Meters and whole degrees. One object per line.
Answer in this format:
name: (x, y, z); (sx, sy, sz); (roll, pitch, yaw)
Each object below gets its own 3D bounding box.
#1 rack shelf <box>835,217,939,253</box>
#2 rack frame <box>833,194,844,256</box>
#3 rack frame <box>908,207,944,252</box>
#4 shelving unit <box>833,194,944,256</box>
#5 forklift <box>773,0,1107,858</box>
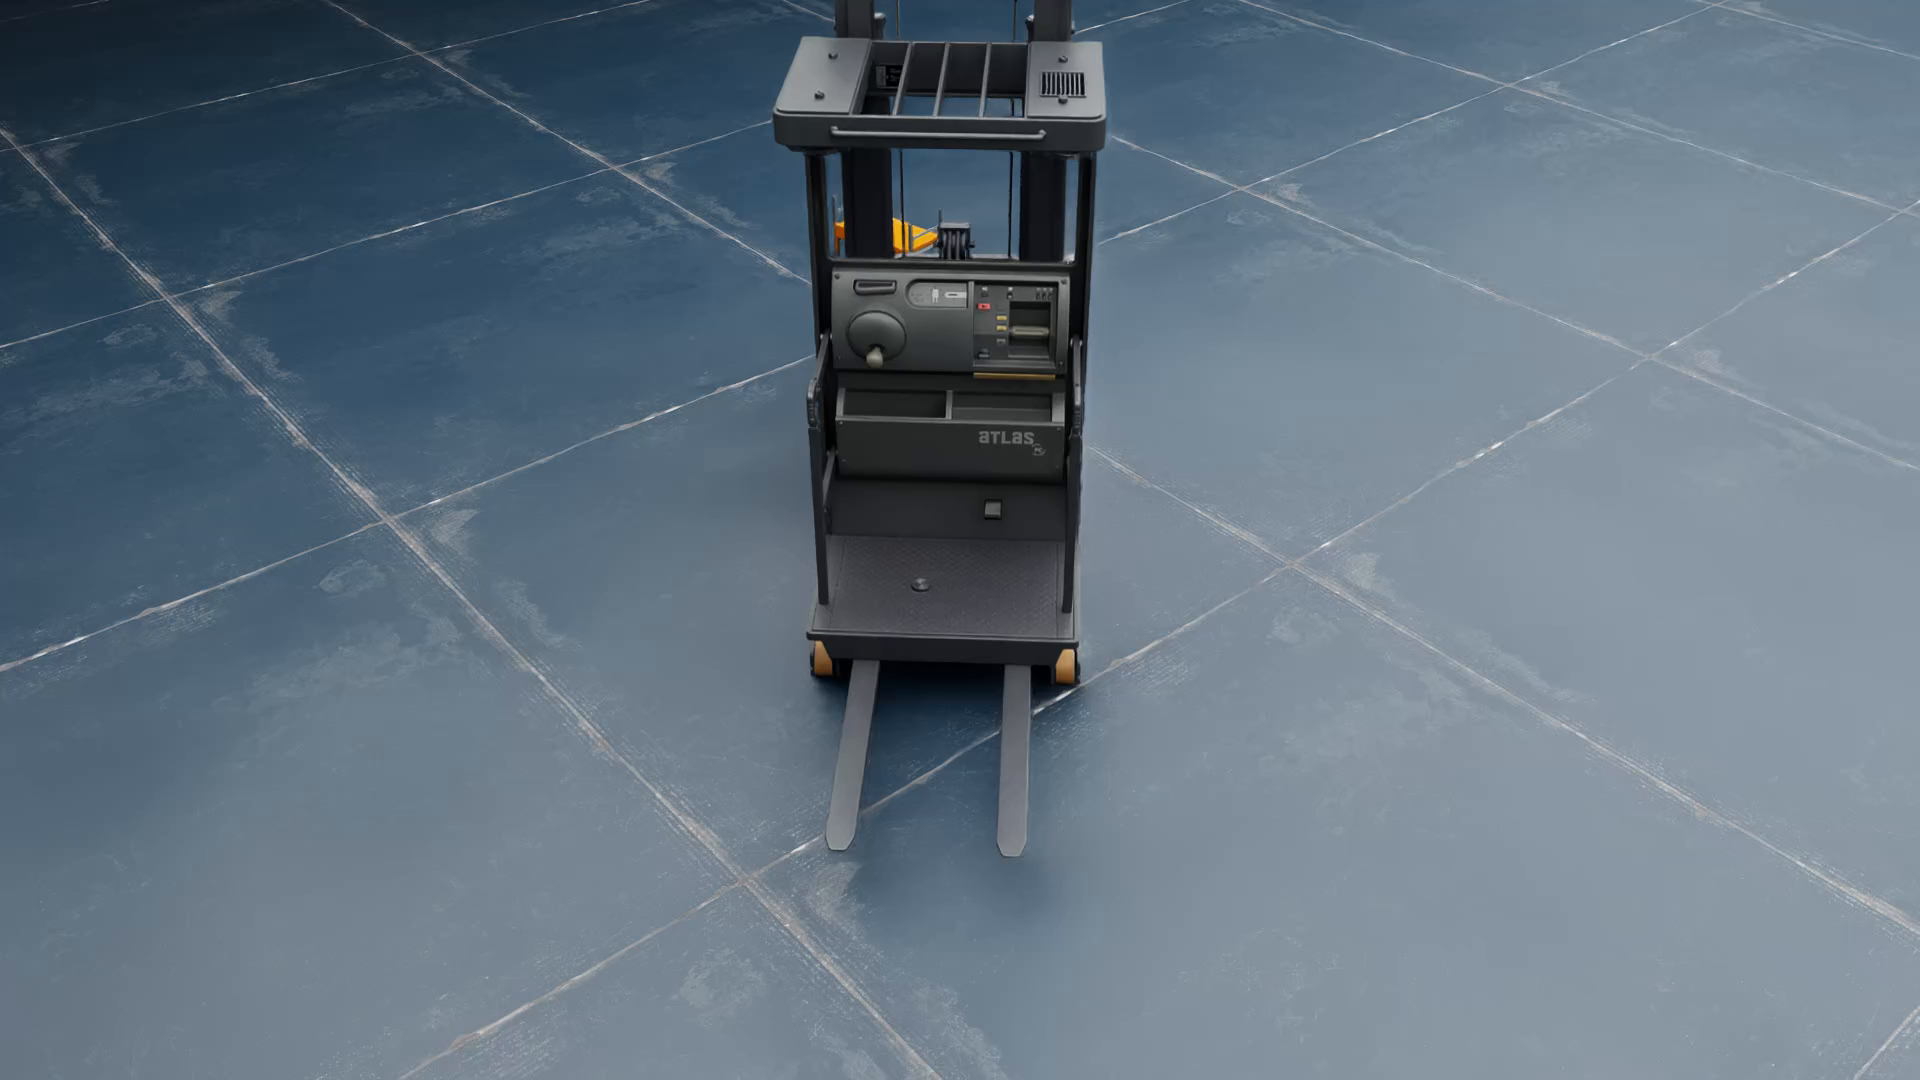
rack shelf: (-0.345, -1.450, 8.079); (0.480, 0.148, 0.258); (26, 43, 32)
rack frame: (-0.531, -1.221, 8.435); (0.015, 1.200, 0.240); (26, 43, 32)
rack frame: (-0.159, -1.038, 8.177); (0.015, 1.200, 0.240); (26, 43, 32)
shelving unit: (-0.345, -1.129, 8.306); (0.503, 1.200, 0.258); (26, 43, 32)
forklift: (-0.046, -0.791, 6.332); (1.130, 2.935, 3.031); (2, 35, 2)
